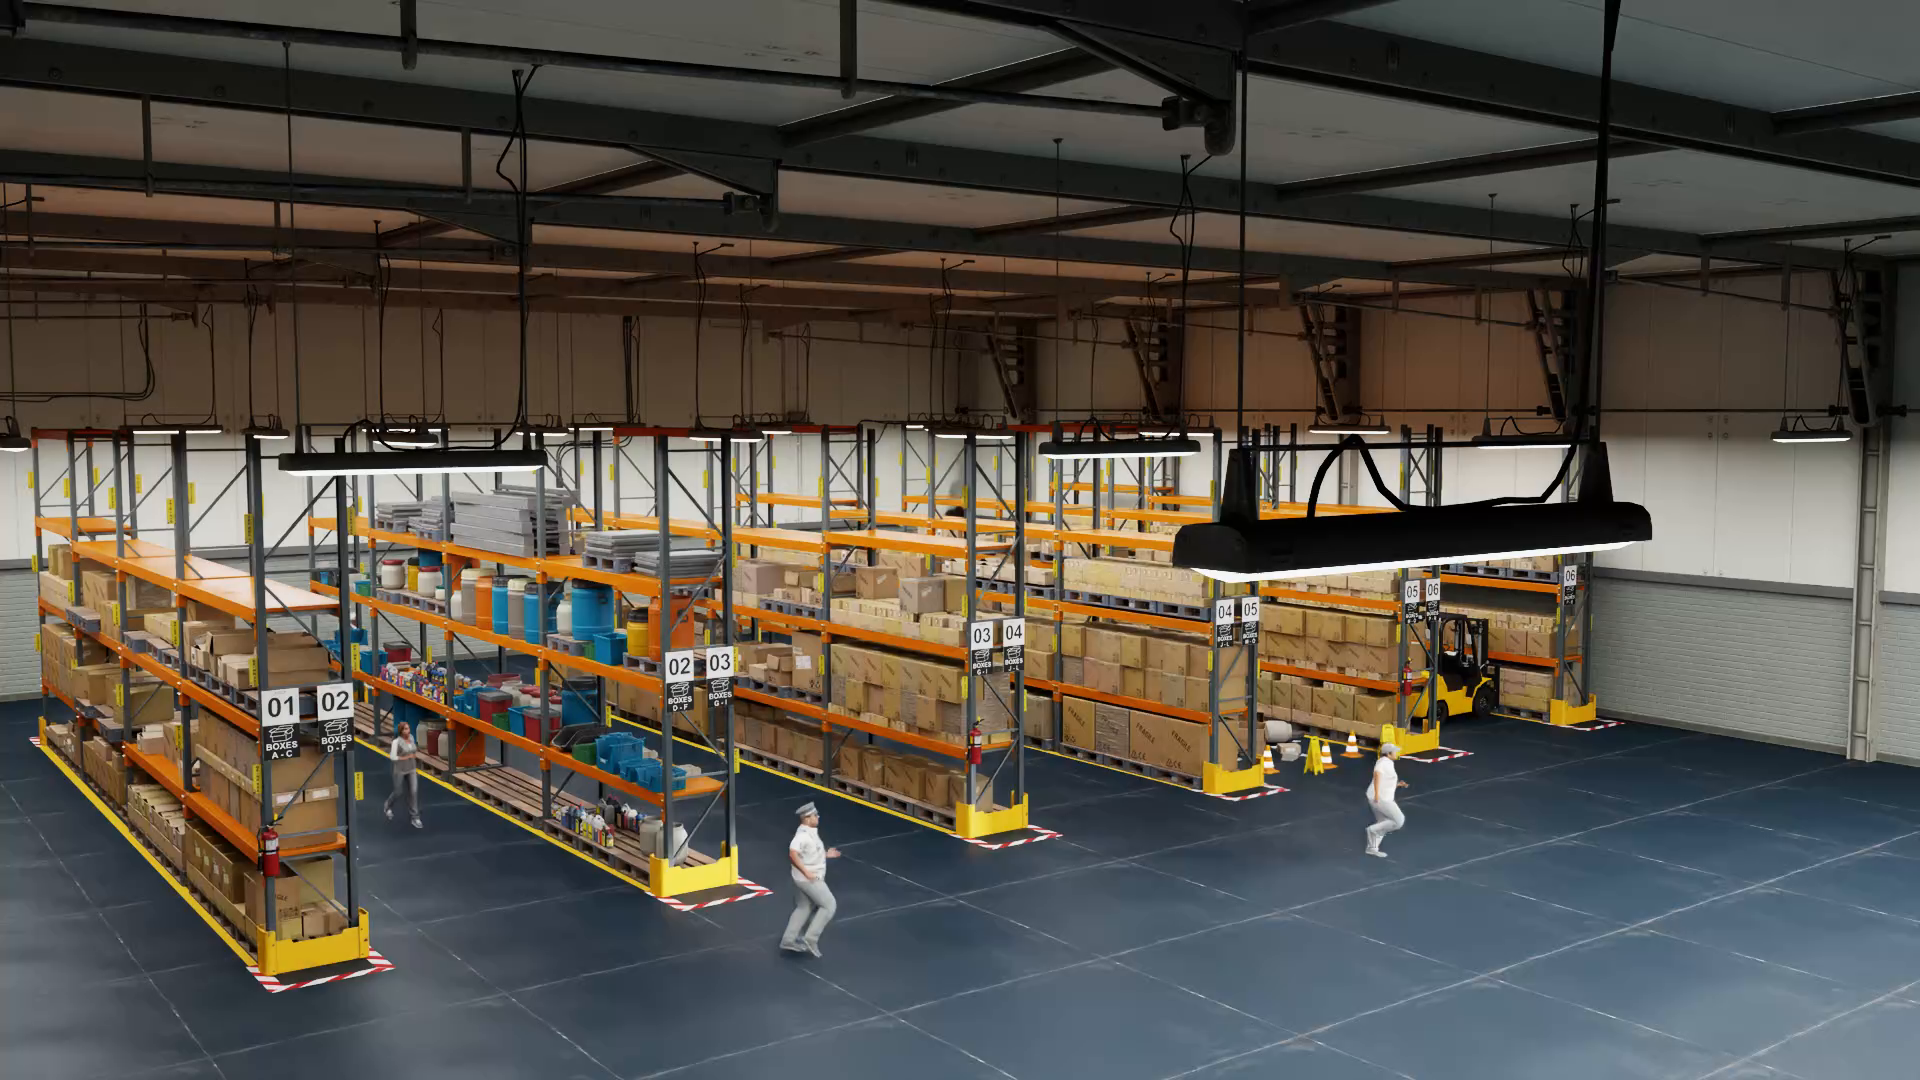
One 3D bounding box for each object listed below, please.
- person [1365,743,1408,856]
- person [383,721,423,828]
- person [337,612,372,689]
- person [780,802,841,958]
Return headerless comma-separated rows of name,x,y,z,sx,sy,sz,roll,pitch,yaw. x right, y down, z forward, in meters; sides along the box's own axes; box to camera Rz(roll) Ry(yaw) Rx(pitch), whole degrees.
person,6.059,3.683,23.562,0.607,1.618,0.645,0,4,4
person,-8.446,3.527,25.209,0.890,1.593,0.534,3,6,37
person,-13.712,2.516,37.629,0.778,1.759,0.681,-2,5,-23
person,-1.727,3.947,19.330,0.735,1.809,0.634,-1,5,-13
